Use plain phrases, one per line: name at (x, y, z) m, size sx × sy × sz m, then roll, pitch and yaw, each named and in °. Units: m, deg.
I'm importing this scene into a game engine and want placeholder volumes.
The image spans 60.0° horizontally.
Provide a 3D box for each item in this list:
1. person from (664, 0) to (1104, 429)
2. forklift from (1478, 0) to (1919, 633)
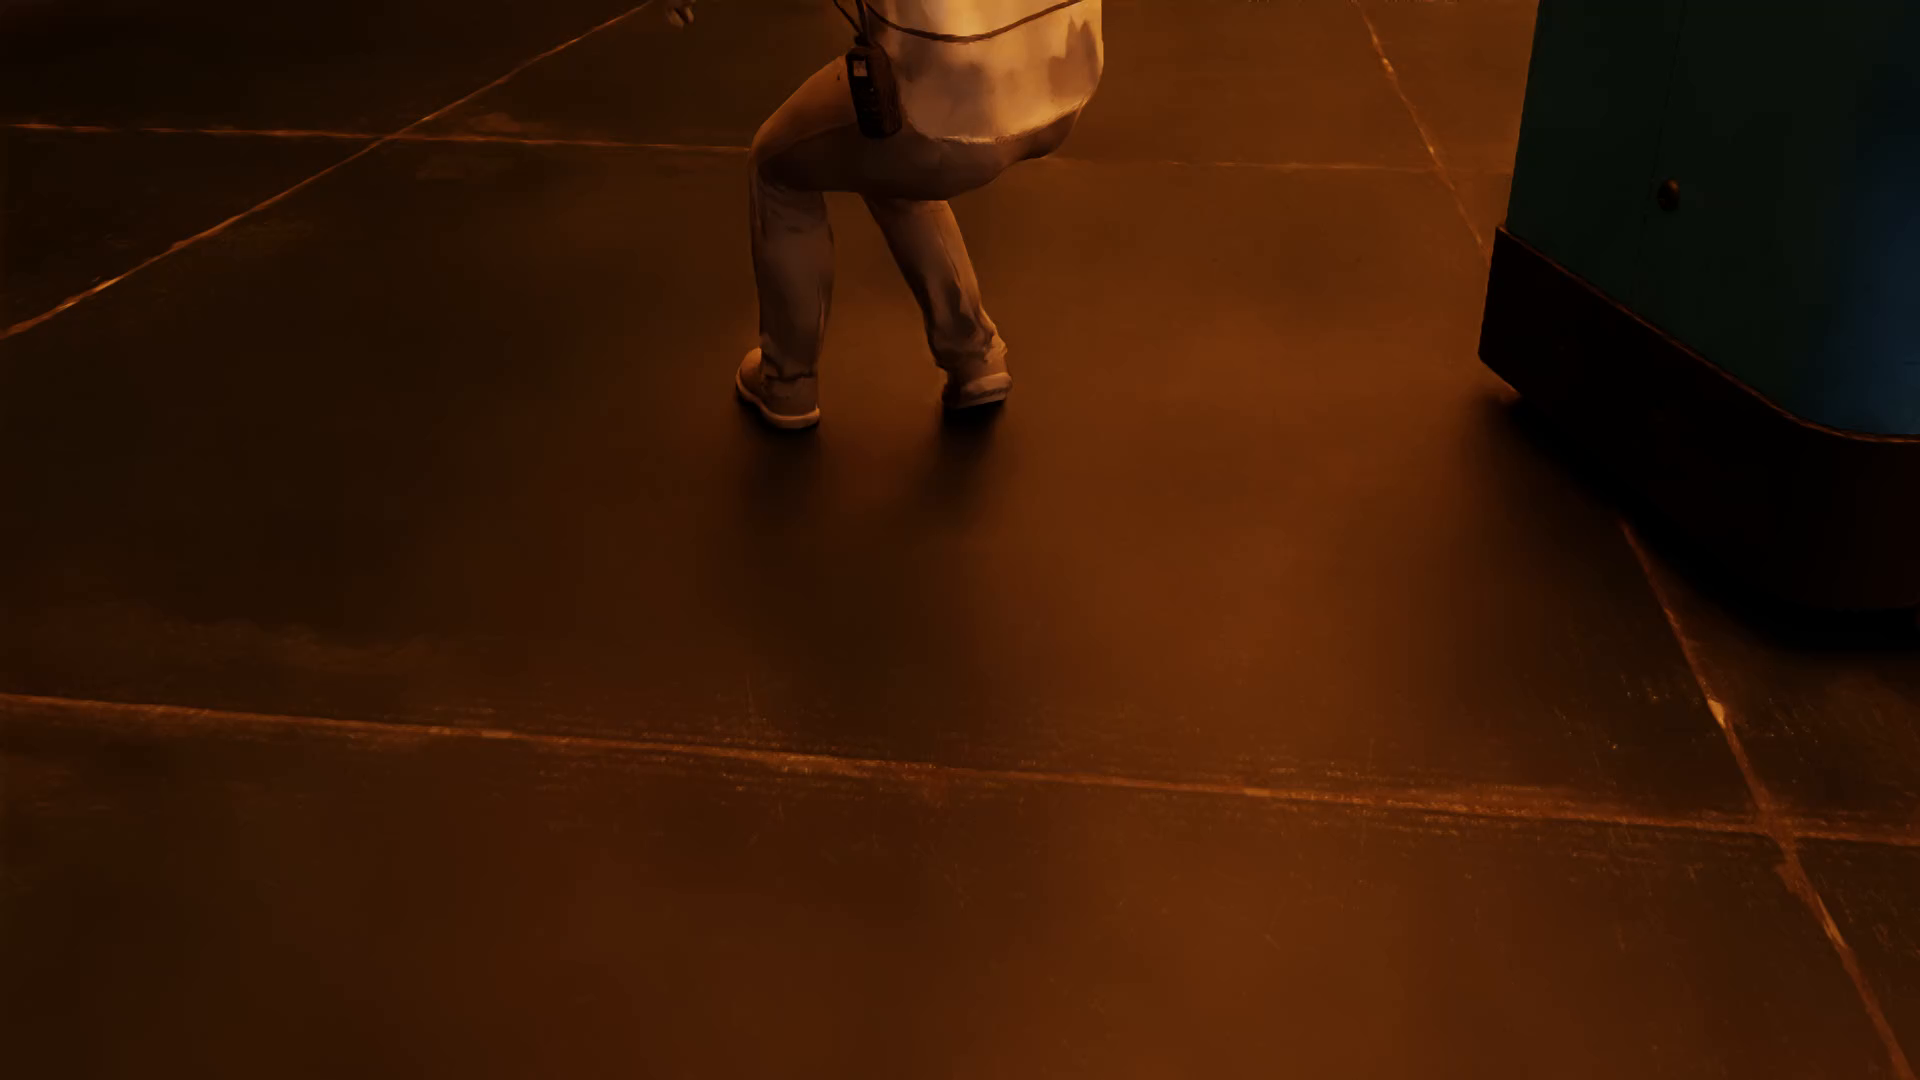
person at (-0.165, -0.766, 2.481) m, size 0.800 × 1.475 × 0.766 m, roll 23°, pitch 35°, yaw 38°
forklift at (2.494, -1.473, 2.169) m, size 3.031 × 2.935 × 1.130 m, roll -4°, pitch 27°, yaw -7°
